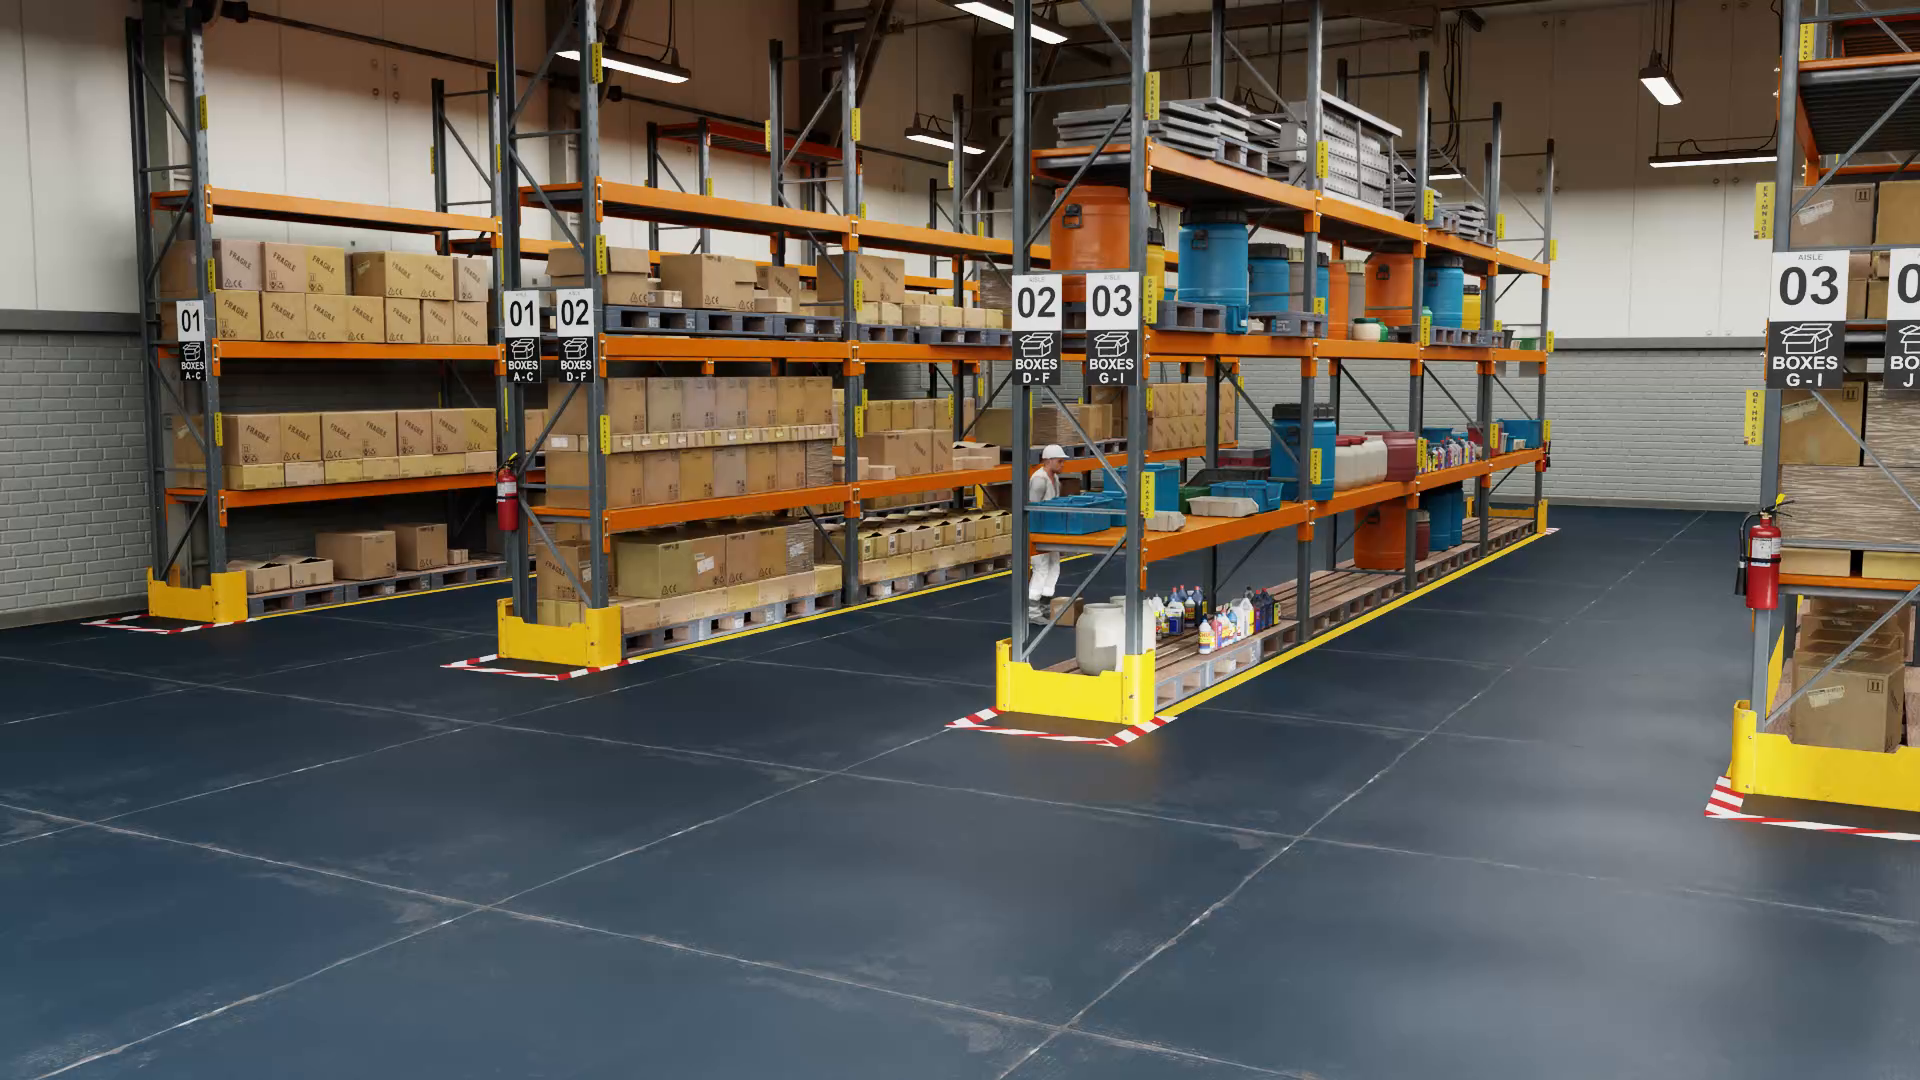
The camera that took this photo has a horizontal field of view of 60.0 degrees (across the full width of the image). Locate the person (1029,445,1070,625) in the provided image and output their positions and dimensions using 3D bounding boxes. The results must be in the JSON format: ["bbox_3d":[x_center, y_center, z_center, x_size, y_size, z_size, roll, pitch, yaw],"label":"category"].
[{"bbox_3d":[0.869,-0.060,16.586,0.452,1.779,0.590,3,7,27],"label":"person"}]
